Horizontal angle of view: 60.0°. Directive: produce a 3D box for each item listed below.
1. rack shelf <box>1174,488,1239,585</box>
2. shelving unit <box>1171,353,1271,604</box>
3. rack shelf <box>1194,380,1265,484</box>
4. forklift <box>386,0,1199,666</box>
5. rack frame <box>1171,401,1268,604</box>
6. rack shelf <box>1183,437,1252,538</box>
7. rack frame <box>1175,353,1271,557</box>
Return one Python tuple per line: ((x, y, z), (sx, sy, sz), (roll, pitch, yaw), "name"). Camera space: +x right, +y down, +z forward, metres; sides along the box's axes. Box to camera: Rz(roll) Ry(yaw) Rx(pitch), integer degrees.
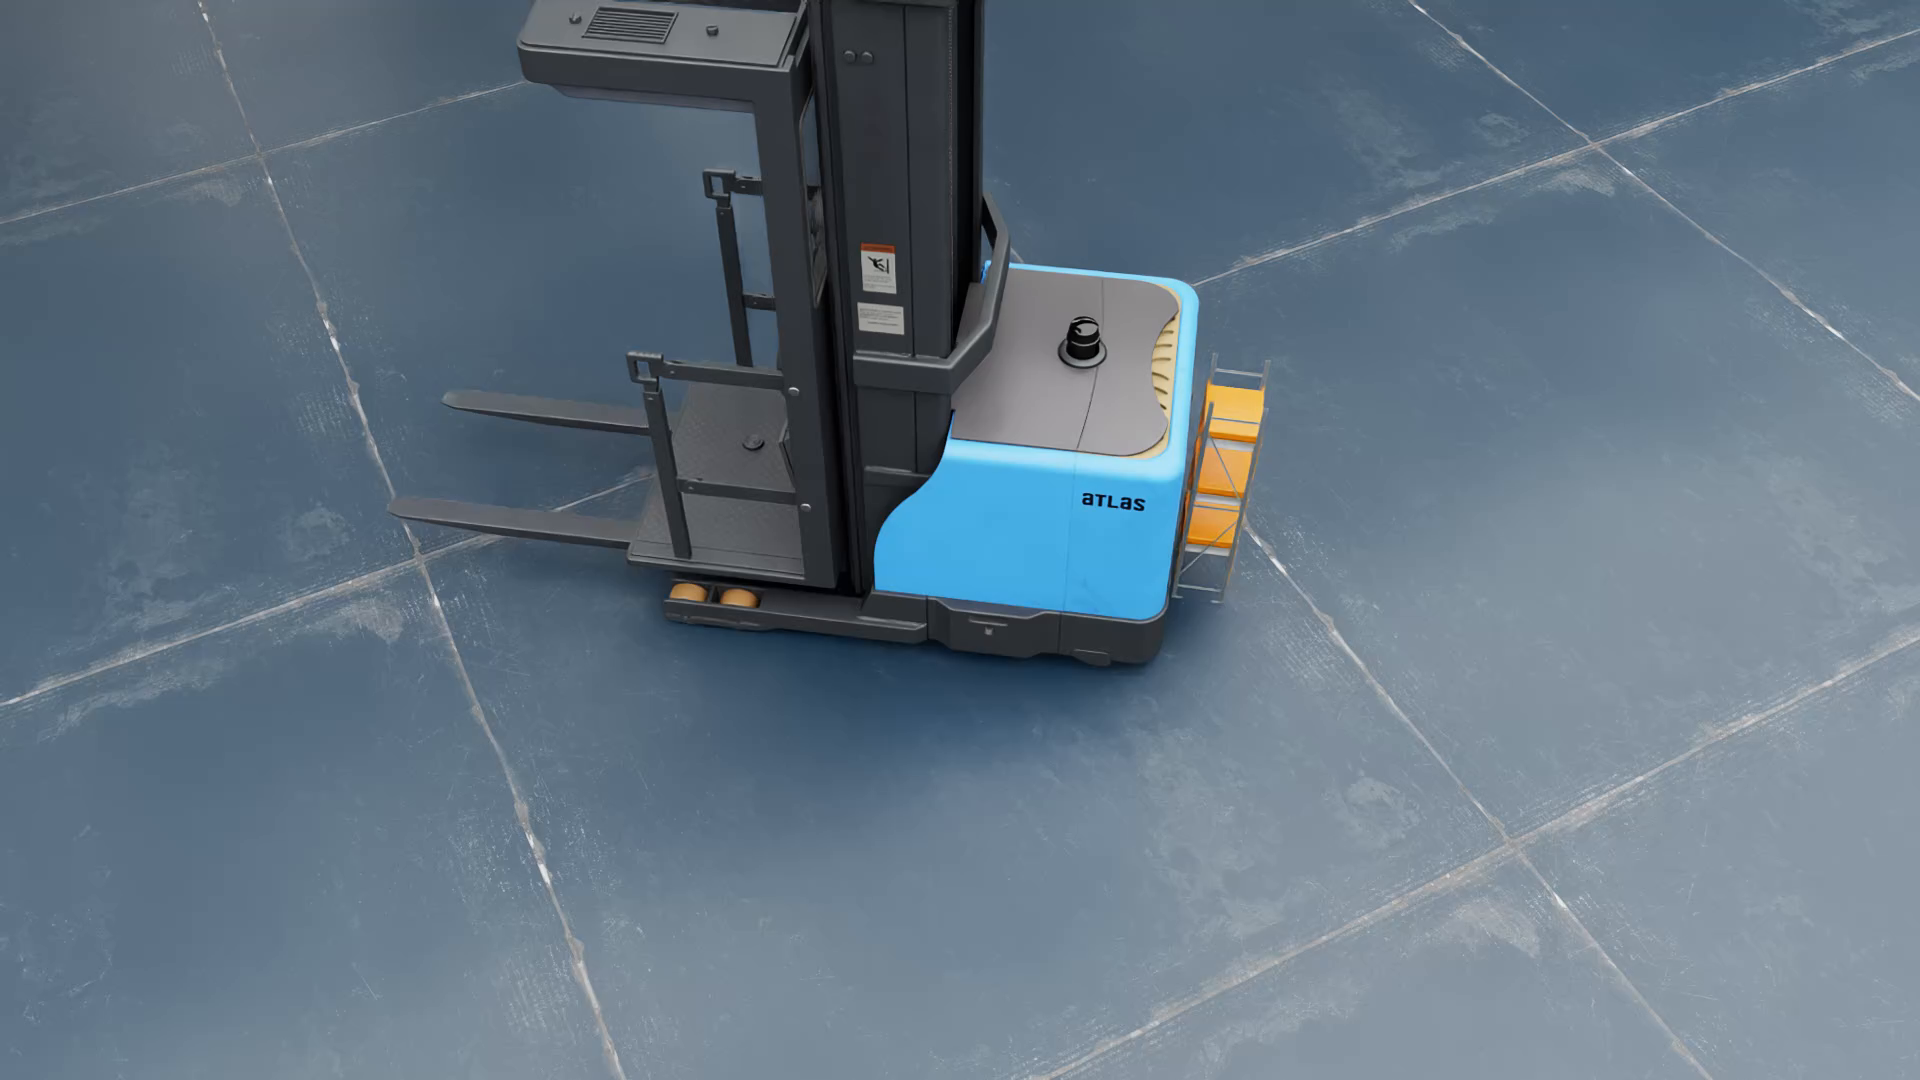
((0.942, -0.014, 6.336), (0.215, 0.259, 0.240), (8, 49, 4), "rack shelf")
((0.950, -0.203, 6.118), (0.215, 1.050, 0.252), (8, 49, 4), "shelving unit")
((0.958, -0.381, 5.912), (0.215, 0.259, 0.240), (8, 49, 4), "rack shelf")
((-0.681, -1.011, 5.579), (3.031, 2.935, 1.130), (6, 49, 6), "forklift")
((0.932, -0.112, 6.039), (0.200, 1.050, 0.008), (8, 49, 4), "rack frame")
((0.950, -0.196, 6.126), (0.215, 0.259, 0.240), (8, 49, 4), "rack shelf")
((0.969, -0.293, 6.198), (0.200, 1.050, 0.008), (8, 49, 4), "rack frame")
